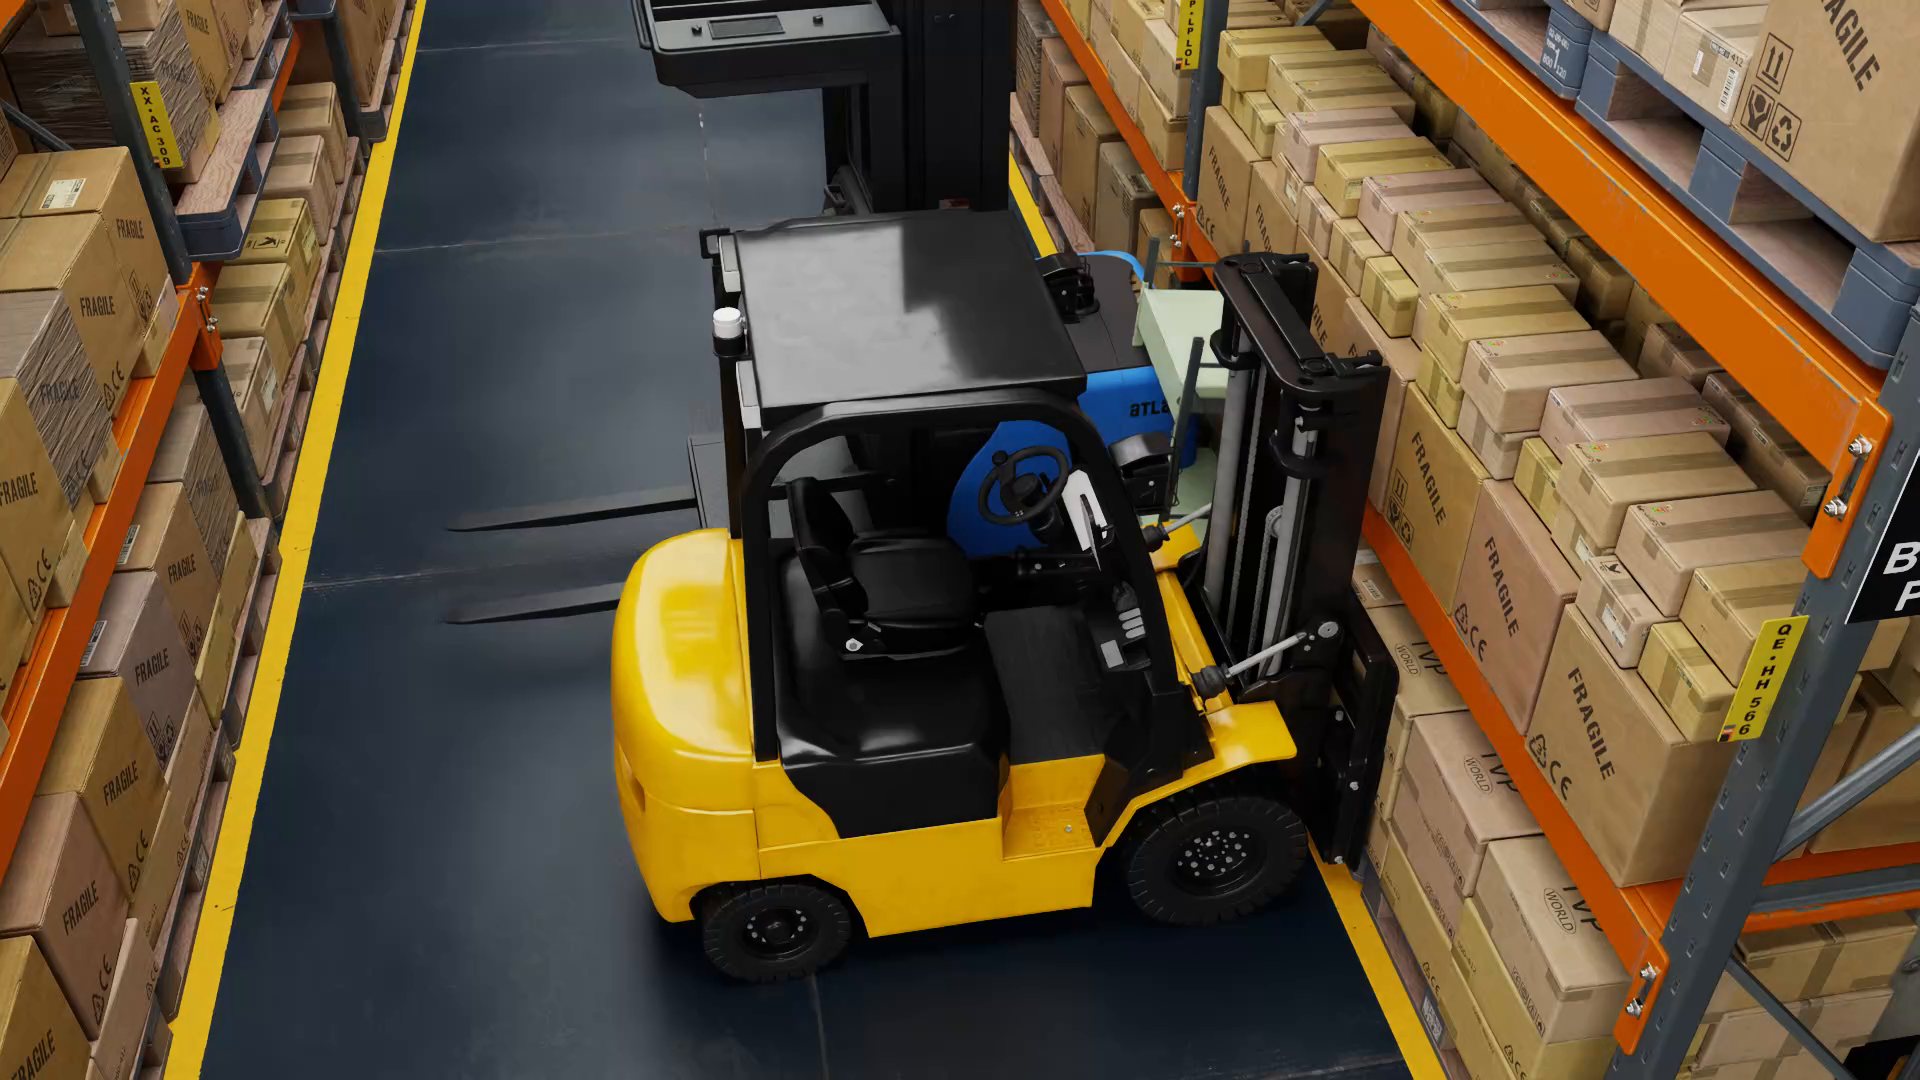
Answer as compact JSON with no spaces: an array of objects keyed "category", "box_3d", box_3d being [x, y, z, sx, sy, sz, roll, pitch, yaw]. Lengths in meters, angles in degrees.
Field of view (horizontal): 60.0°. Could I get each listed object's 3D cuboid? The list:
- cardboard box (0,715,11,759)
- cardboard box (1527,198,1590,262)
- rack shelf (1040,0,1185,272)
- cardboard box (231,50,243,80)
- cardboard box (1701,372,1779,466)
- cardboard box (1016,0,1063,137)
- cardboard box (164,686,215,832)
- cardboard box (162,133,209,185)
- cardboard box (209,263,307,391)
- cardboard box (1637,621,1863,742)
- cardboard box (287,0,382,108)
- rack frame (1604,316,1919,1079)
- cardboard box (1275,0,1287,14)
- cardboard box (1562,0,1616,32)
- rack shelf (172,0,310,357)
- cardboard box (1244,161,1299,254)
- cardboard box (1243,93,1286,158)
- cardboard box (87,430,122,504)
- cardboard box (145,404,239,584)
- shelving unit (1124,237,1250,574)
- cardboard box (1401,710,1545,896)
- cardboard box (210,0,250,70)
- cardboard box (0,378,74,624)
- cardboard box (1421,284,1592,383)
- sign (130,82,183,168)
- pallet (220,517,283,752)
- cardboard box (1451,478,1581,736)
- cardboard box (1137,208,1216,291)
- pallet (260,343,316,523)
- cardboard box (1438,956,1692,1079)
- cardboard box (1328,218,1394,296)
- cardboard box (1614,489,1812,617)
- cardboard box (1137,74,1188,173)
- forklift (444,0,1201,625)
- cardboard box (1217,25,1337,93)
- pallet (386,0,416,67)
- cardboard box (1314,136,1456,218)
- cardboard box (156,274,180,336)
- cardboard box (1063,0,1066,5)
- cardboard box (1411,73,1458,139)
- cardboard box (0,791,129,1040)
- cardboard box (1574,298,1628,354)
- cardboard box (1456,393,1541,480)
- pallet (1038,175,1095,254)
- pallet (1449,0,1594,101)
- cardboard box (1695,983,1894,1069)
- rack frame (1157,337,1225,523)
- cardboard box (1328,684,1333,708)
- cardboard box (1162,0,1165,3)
[{"category":"cardboard box","box_3d":[-2.709,0.558,4.292,0.380,0.149,0.250,-5,38,-7]},{"category":"cardboard box","box_3d":[1.994,-0.955,5.181,0.380,0.149,0.250,-5,38,-7]},{"category":"rack shelf","box_3d":[1.083,-2.559,8.686,1.077,0.370,4.000,-6,38,-8]},{"category":"cardboard box","box_3d":[-3.444,-2.158,7.445,0.380,0.149,0.250,-6,38,-8]},{"category":"cardboard box","box_3d":[2.185,-0.329,4.376,0.380,0.149,0.250,-6,38,-8]},{"category":"cardboard box","box_3d":[0.828,-2.901,10.133,0.875,0.625,0.625,-5,38,-7]},{"category":"cardboard box","box_3d":[-2.896,0.777,5.704,0.500,0.250,0.500,-6,38,-7]},{"category":"cardboard box","box_3d":[-3.238,-1.534,6.642,0.380,0.149,0.250,-6,38,-7]},{"category":"cardboard box","box_3d":[-3.676,-0.978,7.863,0.950,0.372,0.625,-4,38,-5]},{"category":"cardboard box","box_3d":[1.798,0.306,3.801,0.380,0.149,0.250,-6,38,-7]},{"category":"cardboard box","box_3d":[-4.193,-3.268,10.401,0.875,0.875,0.875,-7,38,-8]},{"category":"rack frame","box_3d":[2.135,0.781,3.800,1.000,3.000,0.127,-6,38,-8]},{"category":"cardboard box","box_3d":[1.588,-2.334,7.199,0.380,0.149,0.250,-7,38,-9]},{"category":"cardboard box","box_3d":[1.736,-1.519,3.810,0.700,0.500,0.500,-6,38,-8]},{"category":"rack shelf","box_3d":[-3.803,-2.023,7.996,1.077,0.370,4.000,-6,38,-8]},{"category":"cardboard box","box_3d":[1.362,-1.066,6.096,0.500,0.500,0.500,-6,38,-7]},{"category":"cardboard box","box_3d":[1.278,-1.554,6.195,0.380,0.149,0.250,-5,38,-7]},{"category":"cardboard box","box_3d":[-2.915,-0.225,5.300,0.380,0.149,0.250,-7,38,-9]},{"category":"cardboard box","box_3d":[-3.084,-0.147,6.282,0.500,0.500,0.500,-7,38,-9]},{"category":"shelving unit","box_3d":[0.884,-0.303,6.375,0.431,1.500,0.755,0,37,-8]},{"category":"cardboard box","box_3d":[1.652,0.753,4.919,0.500,0.250,0.500,-6,38,-7]},{"category":"cardboard box","box_3d":[-3.414,-2.339,7.149,0.500,0.500,0.500,-6,38,-8]},{"category":"cardboard box","box_3d":[-2.843,-0.082,4.587,0.500,0.500,0.500,-7,38,-9]},{"category":"cardboard box","box_3d":[1.542,-0.586,4.707,0.380,0.149,0.250,-6,38,-7]},{"category":"sign","box_3d":[-2.919,-1.504,6.035,0.100,0.325,0.005,-6,38,-8]},{"category":"pallet","box_3d":[-3.300,0.404,6.558,1.003,0.211,1.213,-6,38,-8]},{"category":"cardboard box","box_3d":[1.709,0.158,4.520,0.500,0.500,0.500,-5,38,-7]},{"category":"cardboard box","box_3d":[1.331,-1.177,7.914,0.875,0.625,0.625,-5,38,-6]},{"category":"pallet","box_3d":[-3.590,-0.468,7.680,1.003,0.211,1.213,-6,38,-8]},{"category":"cardboard box","box_3d":[1.742,1.451,4.836,0.500,0.250,0.500,-6,38,-8]},{"category":"cardboard box","box_3d":[1.427,-0.934,5.397,0.380,0.149,0.250,-7,38,-9]},{"category":"cardboard box","box_3d":[1.791,0.028,3.916,0.380,0.149,0.250,-6,38,-8]},{"category":"cardboard box","box_3d":[1.088,-1.852,7.312,0.500,0.250,0.500,-5,38,-7]},{"category":"forklift","box_3d":[-0.609,-1.071,6.239,3.031,2.935,1.130,-8,39,-10]},{"category":"cardboard box","box_3d":[1.198,-1.824,6.300,0.380,0.149,0.250,-5,38,-7]},{"category":"pallet","box_3d":[-4.428,-3.634,11.755,1.003,0.211,1.213,-6,38,-8]},{"category":"cardboard box","box_3d":[1.402,-1.202,5.500,0.380,0.149,0.250,-7,38,-9]},{"category":"cardboard box","box_3d":[-3.096,-0.839,6.089,0.380,0.149,0.250,-7,38,-8]},{"category":"cardboard box","box_3d":[0.750,-3.083,8.896,0.500,0.250,0.500,-7,38,-9]},{"category":"cardboard box","box_3d":[1.850,-1.574,5.978,0.380,0.149,0.250,-7,38,-8]},{"category":"cardboard box","box_3d":[-2.721,1.094,4.684,0.500,0.500,0.500,-8,38,-10]},{"category":"cardboard box","box_3d":[2.085,-0.676,5.065,0.380,0.149,0.250,-6,38,-8]},{"category":"cardboard box","box_3d":[1.614,-0.316,4.601,0.380,0.149,0.250,-7,38,-9]},{"category":"pallet","box_3d":[1.049,-1.713,9.283,1.003,0.211,1.213,-6,38,-8]},{"category":"pallet","box_3d":[1.819,-1.537,4.411,1.003,0.211,1.213,-6,38,-8]},{"category":"cardboard box","box_3d":[2.257,1.197,4.756,0.500,0.250,0.500,-6,38,-7]},{"category":"rack frame","box_3d":[0.924,-0.082,6.086,0.400,1.500,0.023,0,37,-8]},{"category":"cardboard box","box_3d":[1.469,0.327,5.876,0.500,0.250,0.500,-6,38,-8]},{"category":"cardboard box","box_3d":[1.101,-2.421,7.311,0.380,0.149,0.250,-6,38,-8]}]
